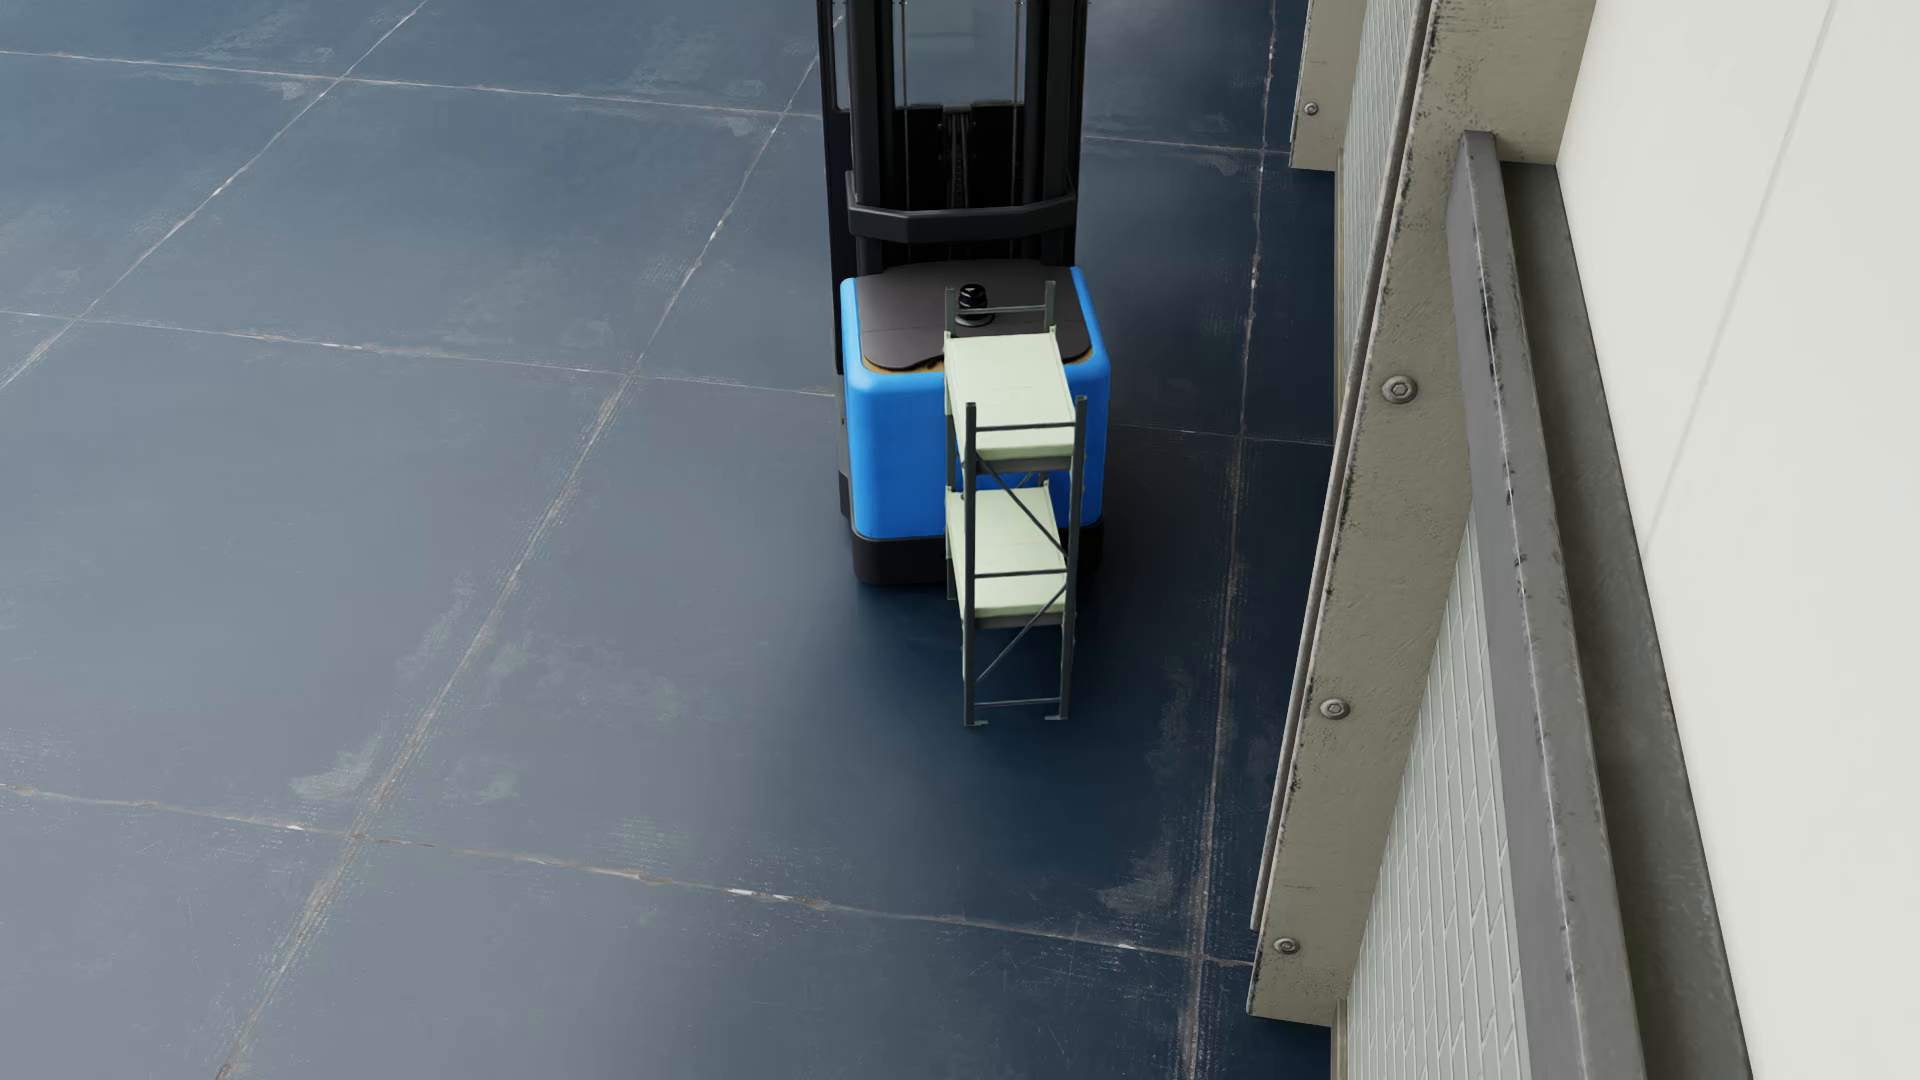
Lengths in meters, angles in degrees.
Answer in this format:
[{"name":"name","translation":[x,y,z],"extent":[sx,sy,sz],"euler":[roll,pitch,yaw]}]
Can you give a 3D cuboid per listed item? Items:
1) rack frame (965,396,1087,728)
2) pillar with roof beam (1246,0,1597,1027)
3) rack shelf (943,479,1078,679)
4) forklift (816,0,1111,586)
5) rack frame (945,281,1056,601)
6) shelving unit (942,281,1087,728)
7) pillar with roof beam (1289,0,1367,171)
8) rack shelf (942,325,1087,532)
[{"name":"rack frame","translation":[0.218,0.122,5.925],"extent":[0.400,1.500,0.023],"euler":[-4,40,-4]},{"name":"pillar with roof beam","translation":[-3.125,-2.513,3.227],"extent":[9.100,9.000,0.400],"euler":[6,40,8]},{"name":"rack shelf","translation":[0.183,0.141,6.414],"extent":[0.431,0.370,0.720],"euler":[-4,40,-4]},{"name":"forklift","translation":[-0.057,-1.871,7.213],"extent":[1.130,2.935,3.031],"euler":[-4,40,-4]},{"name":"rack frame","translation":[0.147,-0.342,6.487],"extent":[0.400,1.500,0.023],"euler":[-4,40,-4]},{"name":"shelving unit","translation":[0.183,-0.110,6.206],"extent":[0.431,1.500,0.755],"euler":[-4,40,-4]},{"name":"pillar with roof beam","translation":[-2.087,-6.279,7.782],"extent":[9.100,9.000,0.400],"euler":[6,40,8]},{"name":"rack shelf","translation":[0.183,-0.411,5.957],"extent":[0.431,0.370,0.720],"euler":[-4,40,-4]}]
